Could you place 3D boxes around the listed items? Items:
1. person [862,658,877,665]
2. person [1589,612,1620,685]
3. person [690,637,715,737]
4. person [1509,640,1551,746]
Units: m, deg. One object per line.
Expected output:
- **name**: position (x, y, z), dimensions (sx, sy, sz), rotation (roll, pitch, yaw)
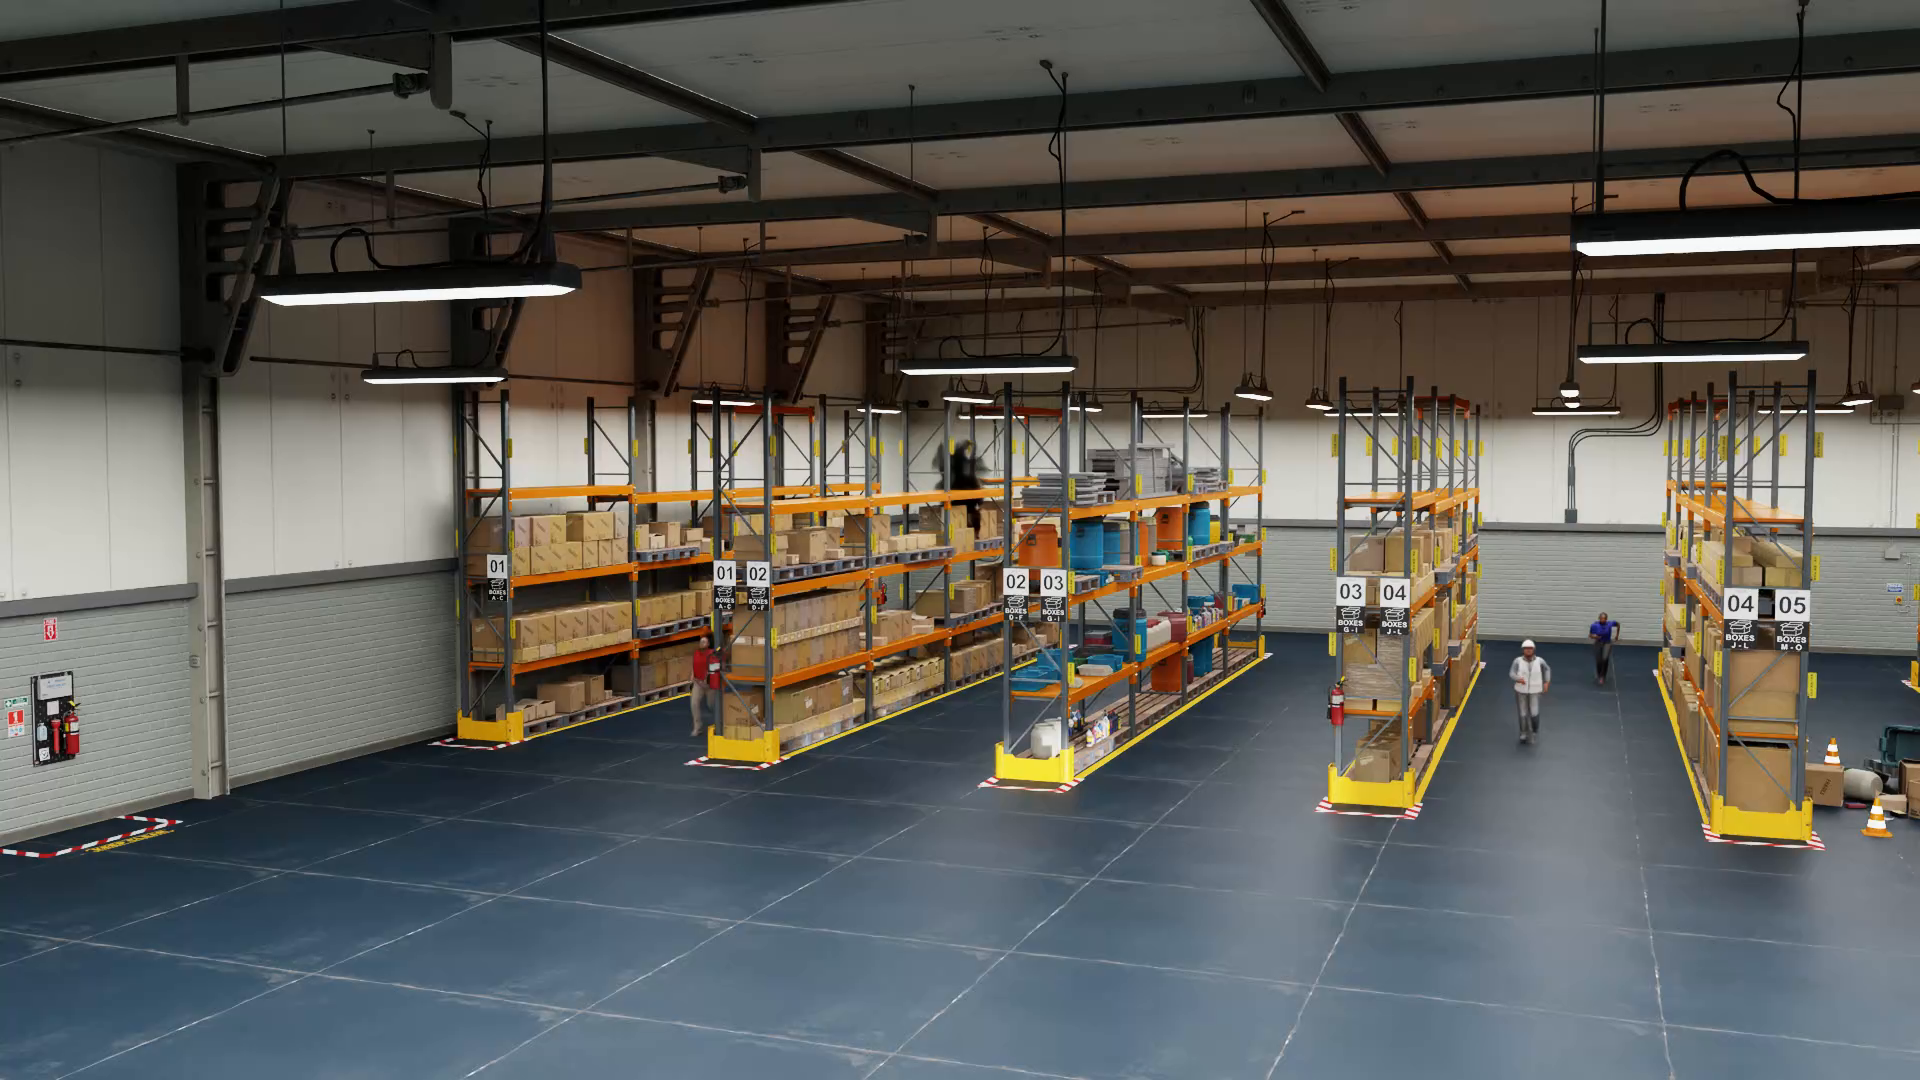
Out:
- **person**: position (-1.898, 2.306, 35.071), dimensions (0.522, 1.553, 0.577), rotation (1, 3, 14)
- **person**: position (13.686, 2.299, 35.344), dimensions (0.613, 1.602, 0.954), rotation (1, 3, 21)
- **person**: position (-4.478, 2.565, 29.343), dimensions (0.643, 1.719, 1.014), rotation (1, 3, 16)
- **person**: position (9.622, 2.587, 28.096), dimensions (0.673, 1.806, 0.706), rotation (1, 3, 19)
